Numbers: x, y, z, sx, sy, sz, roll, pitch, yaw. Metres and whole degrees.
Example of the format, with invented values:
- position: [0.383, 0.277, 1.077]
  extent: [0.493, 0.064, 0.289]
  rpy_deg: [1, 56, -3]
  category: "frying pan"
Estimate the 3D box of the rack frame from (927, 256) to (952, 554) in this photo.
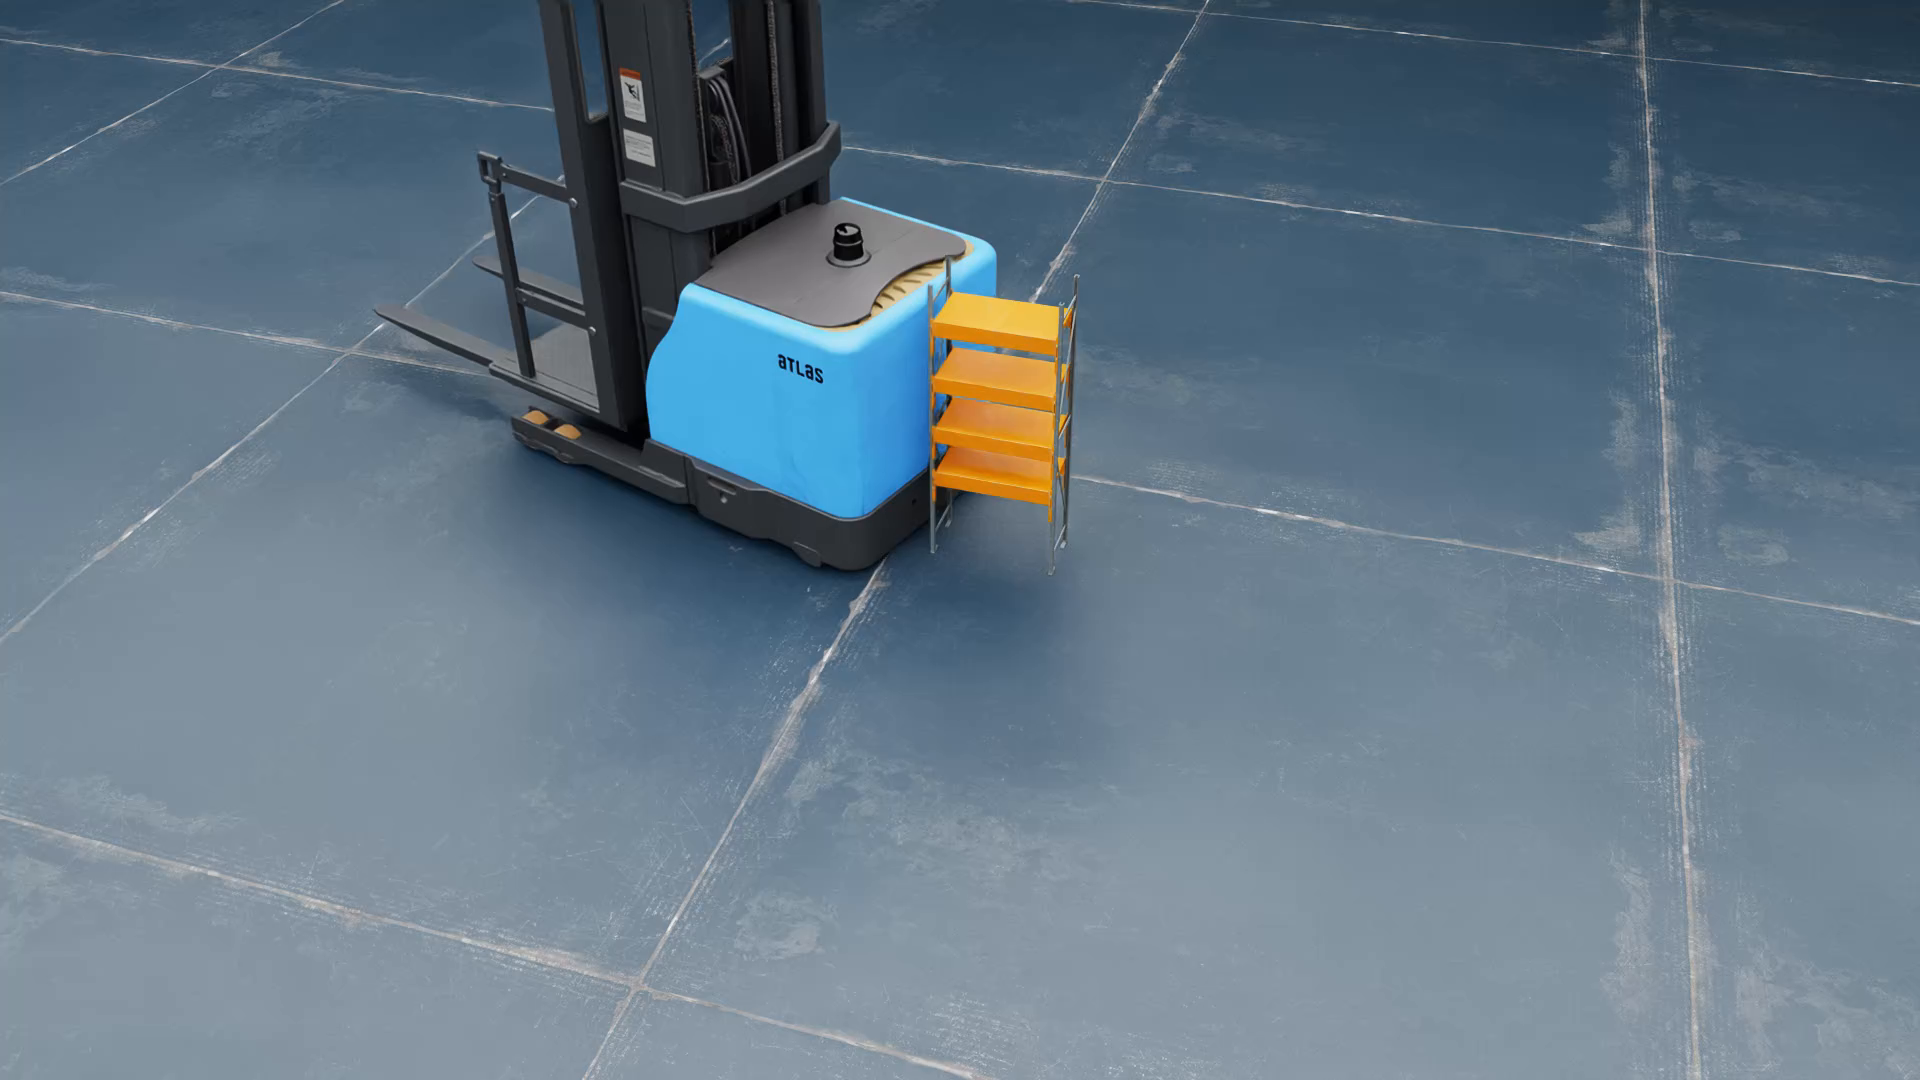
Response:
- position: [-0.075, -0.497, 6.413]
  extent: [0.015, 1.200, 0.240]
  rpy_deg: [10, 38, 14]
  category: "rack frame"

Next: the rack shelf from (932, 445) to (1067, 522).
- position: [0.158, -0.240, 6.512]
  extent: [0.480, 0.148, 0.258]
  rpy_deg: [10, 38, 14]
  category: "rack shelf"

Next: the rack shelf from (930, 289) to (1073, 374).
- position: [0.158, -0.770, 6.122]
  extent: [0.480, 0.148, 0.258]
  rpy_deg: [10, 38, 14]
  category: "rack shelf"

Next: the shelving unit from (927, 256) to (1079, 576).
- position: [0.158, -0.454, 6.355]
  extent: [0.503, 1.200, 0.258]
  rpy_deg: [10, 38, 14]
  category: "shelving unit"

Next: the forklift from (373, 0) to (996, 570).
- position: [-1.343, -1.746, 6.650]
  extent: [3.031, 2.935, 1.130]
  rpy_deg: [22, 42, 27]
  category: "forklift"

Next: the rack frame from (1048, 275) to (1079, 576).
- position: [0.391, -0.411, 6.296]
  extent: [0.015, 1.200, 0.240]
  rpy_deg: [10, 38, 14]
  category: "rack frame"

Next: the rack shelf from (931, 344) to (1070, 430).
- position: [0.158, -0.580, 6.262]
  extent: [0.480, 0.148, 0.258]
  rpy_deg: [10, 38, 14]
  category: "rack shelf"

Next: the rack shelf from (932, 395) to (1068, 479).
- position: [0.158, -0.400, 6.394]
  extent: [0.480, 0.148, 0.258]
  rpy_deg: [10, 38, 14]
  category: "rack shelf"
